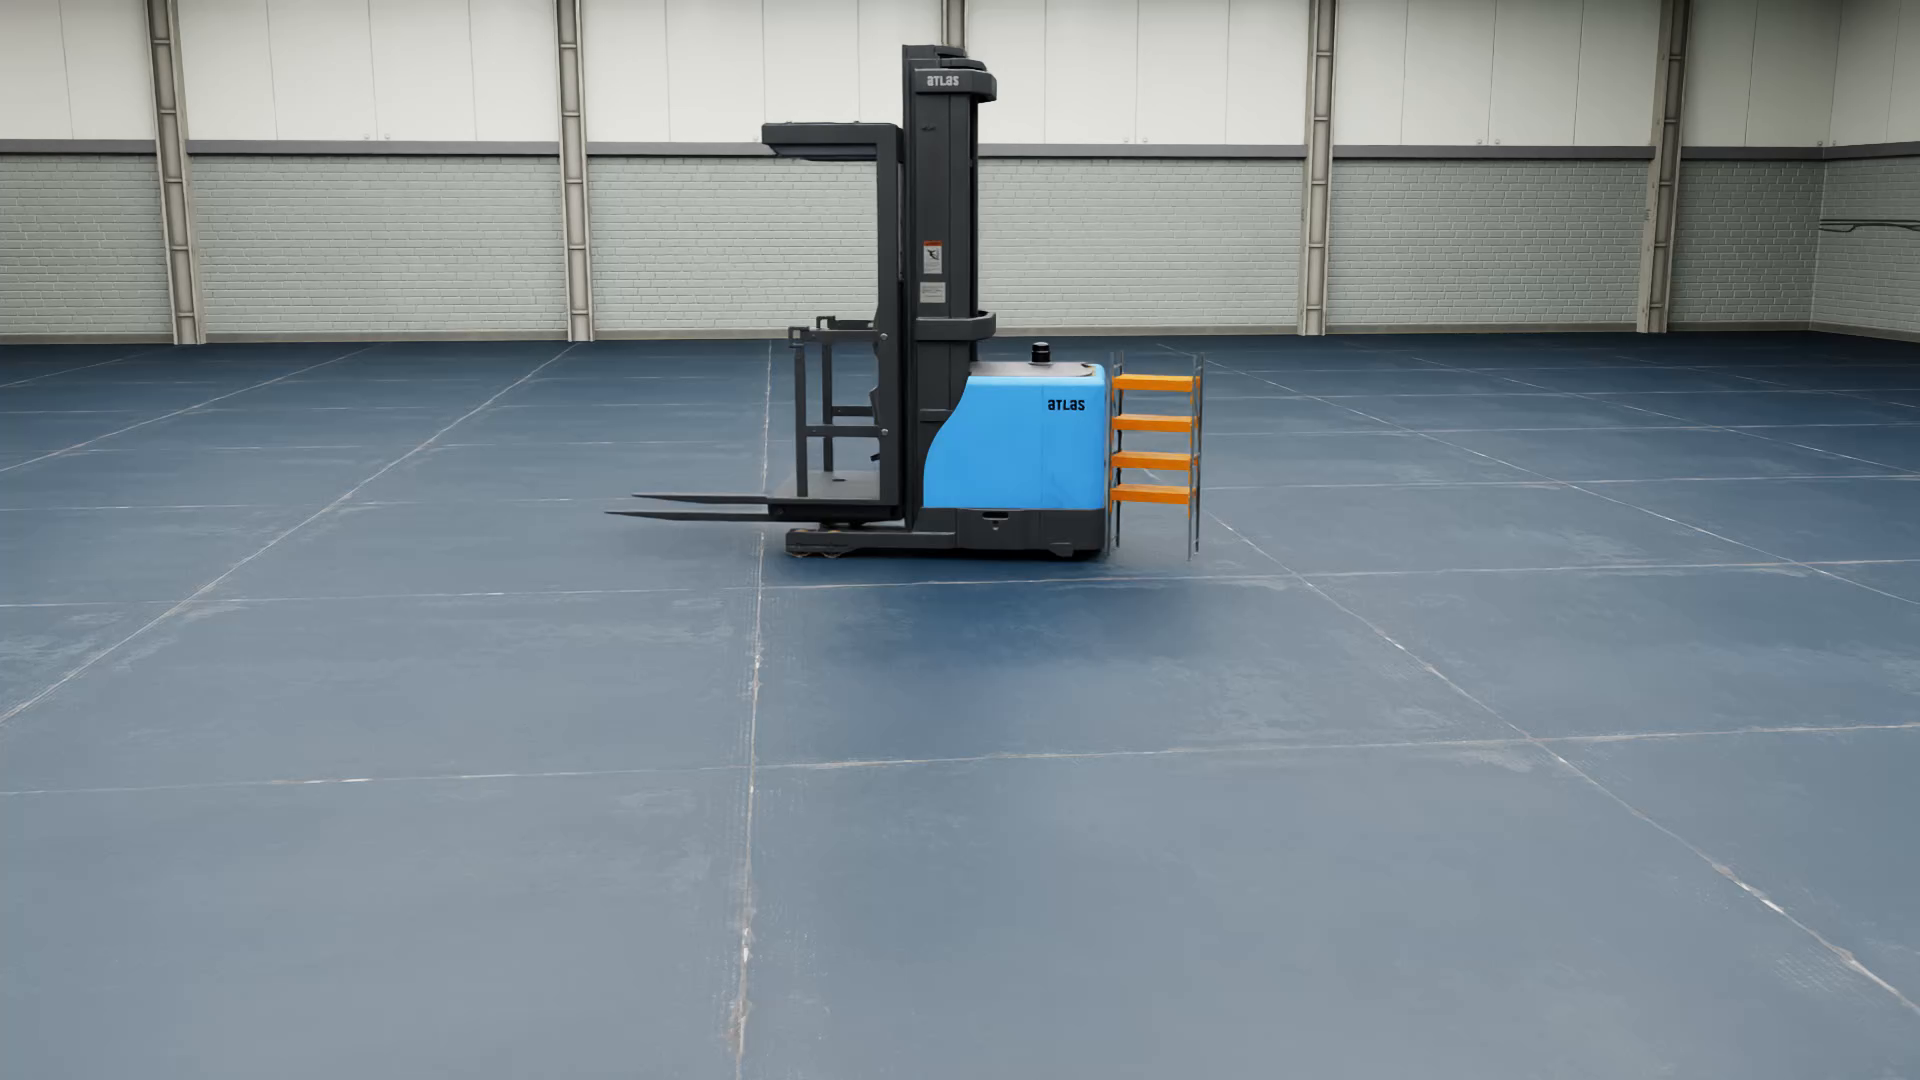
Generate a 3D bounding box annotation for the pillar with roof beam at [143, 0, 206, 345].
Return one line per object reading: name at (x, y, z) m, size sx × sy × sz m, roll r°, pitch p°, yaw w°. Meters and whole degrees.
pillar with roof beam at (-11.550, -6.656, 20.895) m, size 0.400 × 9.000 × 9.100 m, roll -1°, pitch 11°, yaw -6°

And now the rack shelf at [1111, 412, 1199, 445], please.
rack shelf at (1.152, -0.656, 9.786) m, size 0.480 × 0.148 × 0.258 m, roll 4°, pitch 12°, yaw 19°

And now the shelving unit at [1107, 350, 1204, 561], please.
shelving unit at (1.152, -0.503, 9.816) m, size 0.503 × 1.200 × 0.258 m, roll 4°, pitch 12°, yaw 19°

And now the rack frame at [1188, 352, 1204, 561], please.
rack frame at (1.382, -0.487, 9.736) m, size 0.015 × 1.200 × 0.240 m, roll 4°, pitch 12°, yaw 19°

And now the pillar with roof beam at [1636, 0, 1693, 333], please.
pillar with roof beam at (12.310, -7.156, 23.439) m, size 0.400 × 9.000 × 9.100 m, roll -1°, pitch 11°, yaw -6°

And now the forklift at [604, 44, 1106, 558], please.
forklift at (-0.626, -1.431, 10.048) m, size 3.031 × 2.935 × 1.130 m, roll 1°, pitch 11°, yaw 4°

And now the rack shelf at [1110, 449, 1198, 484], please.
rack shelf at (1.152, -0.437, 9.829) m, size 0.480 × 0.148 × 0.258 m, roll 4°, pitch 12°, yaw 19°

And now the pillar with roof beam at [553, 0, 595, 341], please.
pillar with roof beam at (-5.585, -6.781, 21.531) m, size 0.400 × 9.000 × 9.100 m, roll -1°, pitch 11°, yaw -6°

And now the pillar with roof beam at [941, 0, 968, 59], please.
pillar with roof beam at (0.380, -6.906, 22.167) m, size 0.400 × 9.000 × 9.100 m, roll -1°, pitch 11°, yaw -6°

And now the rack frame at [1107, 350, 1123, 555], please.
rack frame at (0.923, -0.519, 9.897) m, size 0.015 × 1.200 × 0.240 m, roll 4°, pitch 12°, yaw 19°

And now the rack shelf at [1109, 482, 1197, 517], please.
rack shelf at (1.152, -0.242, 9.868) m, size 0.480 × 0.148 × 0.258 m, roll 4°, pitch 12°, yaw 19°

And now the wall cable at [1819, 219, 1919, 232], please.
wall cable at (14.916, -6.265, 26.960) m, size 0.112 × 2.526 × 3.097 m, roll -1°, pitch 11°, yaw -6°

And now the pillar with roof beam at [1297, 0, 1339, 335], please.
pillar with roof beam at (6.345, -7.031, 22.803) m, size 0.400 × 9.000 × 9.100 m, roll -1°, pitch 11°, yaw -6°

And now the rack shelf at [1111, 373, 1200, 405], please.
rack shelf at (1.152, -0.889, 9.740) m, size 0.480 × 0.148 × 0.258 m, roll 4°, pitch 12°, yaw 19°
